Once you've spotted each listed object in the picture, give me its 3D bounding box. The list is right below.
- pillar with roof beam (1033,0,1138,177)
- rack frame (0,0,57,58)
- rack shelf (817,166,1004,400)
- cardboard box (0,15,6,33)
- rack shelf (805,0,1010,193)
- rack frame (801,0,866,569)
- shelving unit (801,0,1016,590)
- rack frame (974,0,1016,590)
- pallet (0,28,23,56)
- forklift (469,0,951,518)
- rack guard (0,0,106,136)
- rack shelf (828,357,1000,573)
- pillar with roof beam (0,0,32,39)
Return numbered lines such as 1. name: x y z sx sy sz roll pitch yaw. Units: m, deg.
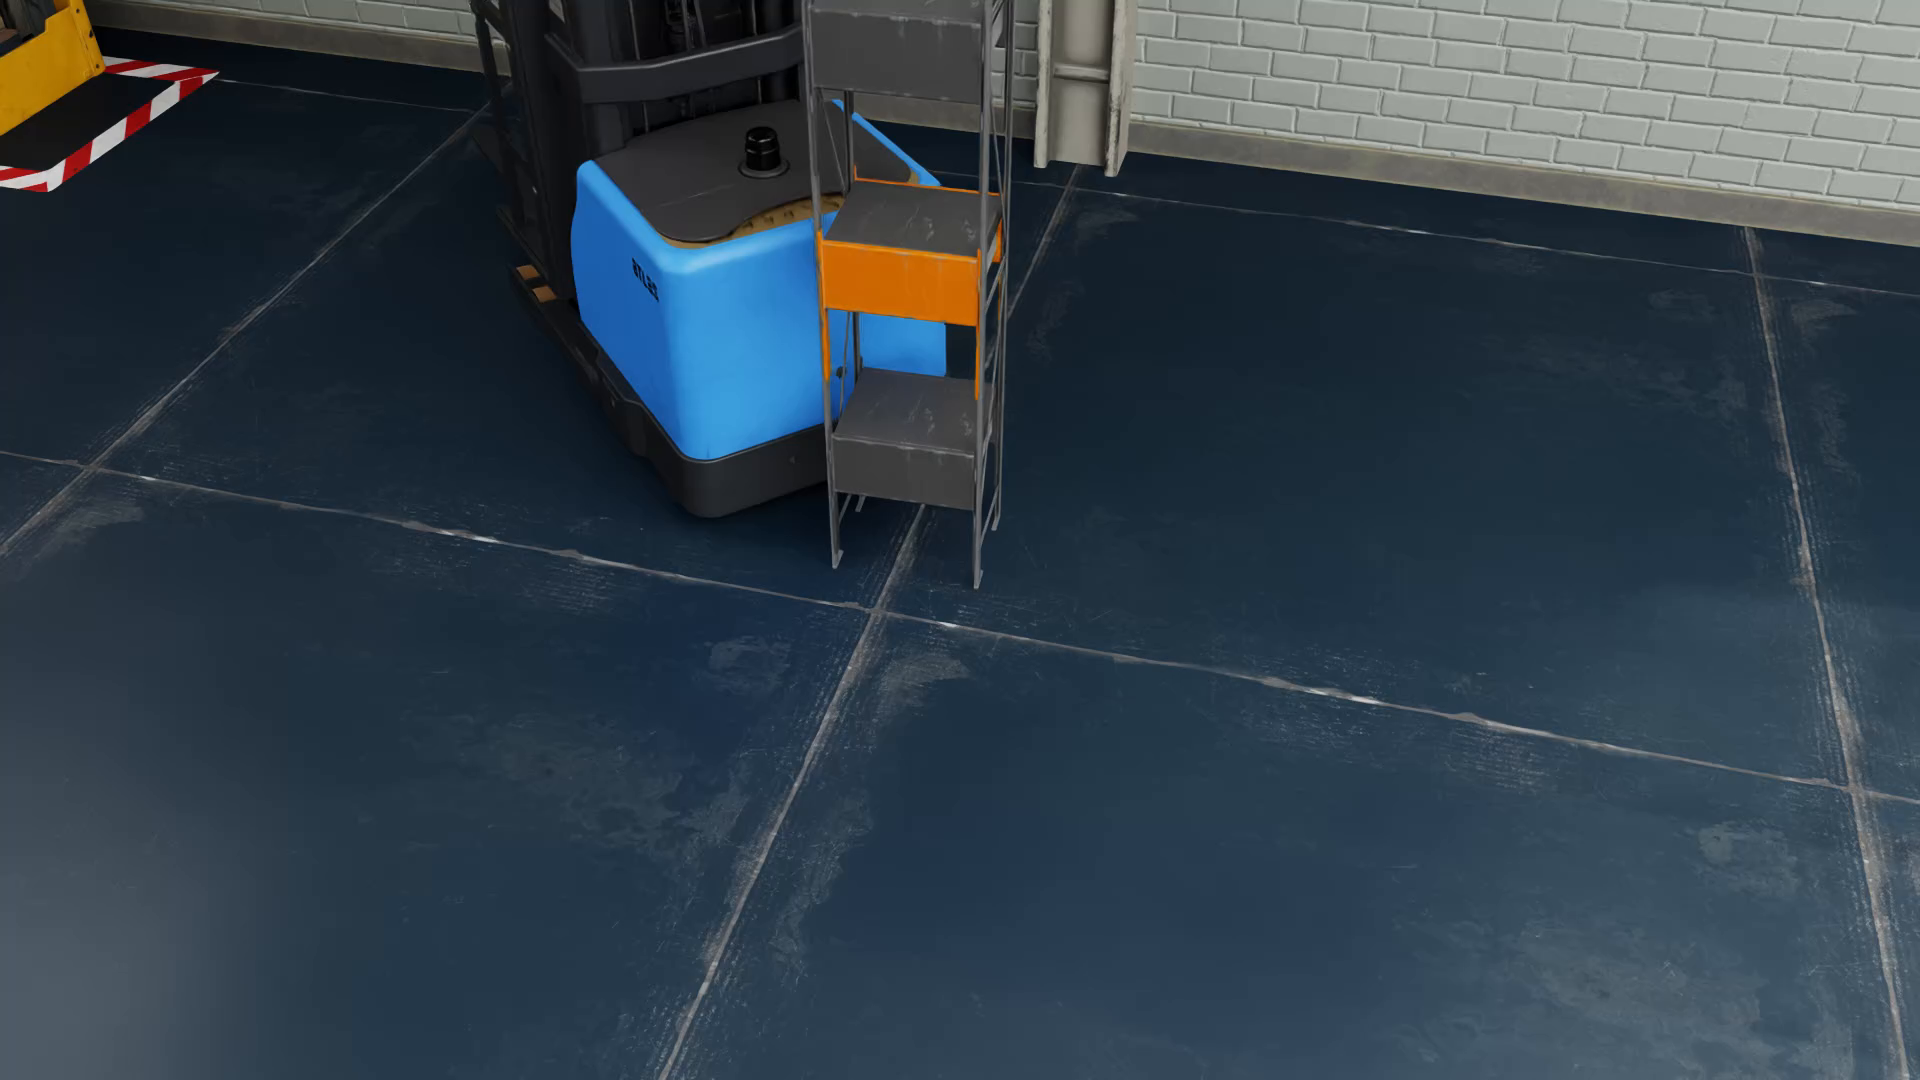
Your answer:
1. pillar with roof beam: -0.536 -2.596 1.844 0.400 9.000 9.100 10 41 11
2. rack frame: -4.780 -3.295 7.341 0.127 3.000 1.000 10 41 11
3. rack shelf: -0.136 -0.784 5.068 0.480 0.518 0.431 8 41 9
4. cardboard box: -5.204 -2.606 8.332 0.500 0.250 0.500 10 41 12
5. rack shelf: -0.131 -1.318 4.614 0.480 0.518 0.431 8 41 9
6. rack frame: -0.375 -0.829 5.096 0.015 2.100 0.400 8 41 9
7. shelving unit: -0.136 -0.795 5.059 0.503 2.100 0.431 8 41 9
8. rack frame: 0.103 -0.761 5.022 0.015 2.100 0.400 8 41 9
9. pallet: -5.529 -2.328 8.358 1.213 0.211 1.003 10 41 11
10. forklift: -1.212 -2.129 6.006 1.130 2.935 3.031 -21 44 -23
11. rack guard: -4.757 -2.334 8.140 0.348 0.500 1.175 10 41 11
12. rack shelf: -0.142 -0.251 5.521 0.480 0.518 0.431 8 41 9
13. pillar with roof beam: -6.332 -3.593 3.032 0.400 9.000 9.100 10 41 11
